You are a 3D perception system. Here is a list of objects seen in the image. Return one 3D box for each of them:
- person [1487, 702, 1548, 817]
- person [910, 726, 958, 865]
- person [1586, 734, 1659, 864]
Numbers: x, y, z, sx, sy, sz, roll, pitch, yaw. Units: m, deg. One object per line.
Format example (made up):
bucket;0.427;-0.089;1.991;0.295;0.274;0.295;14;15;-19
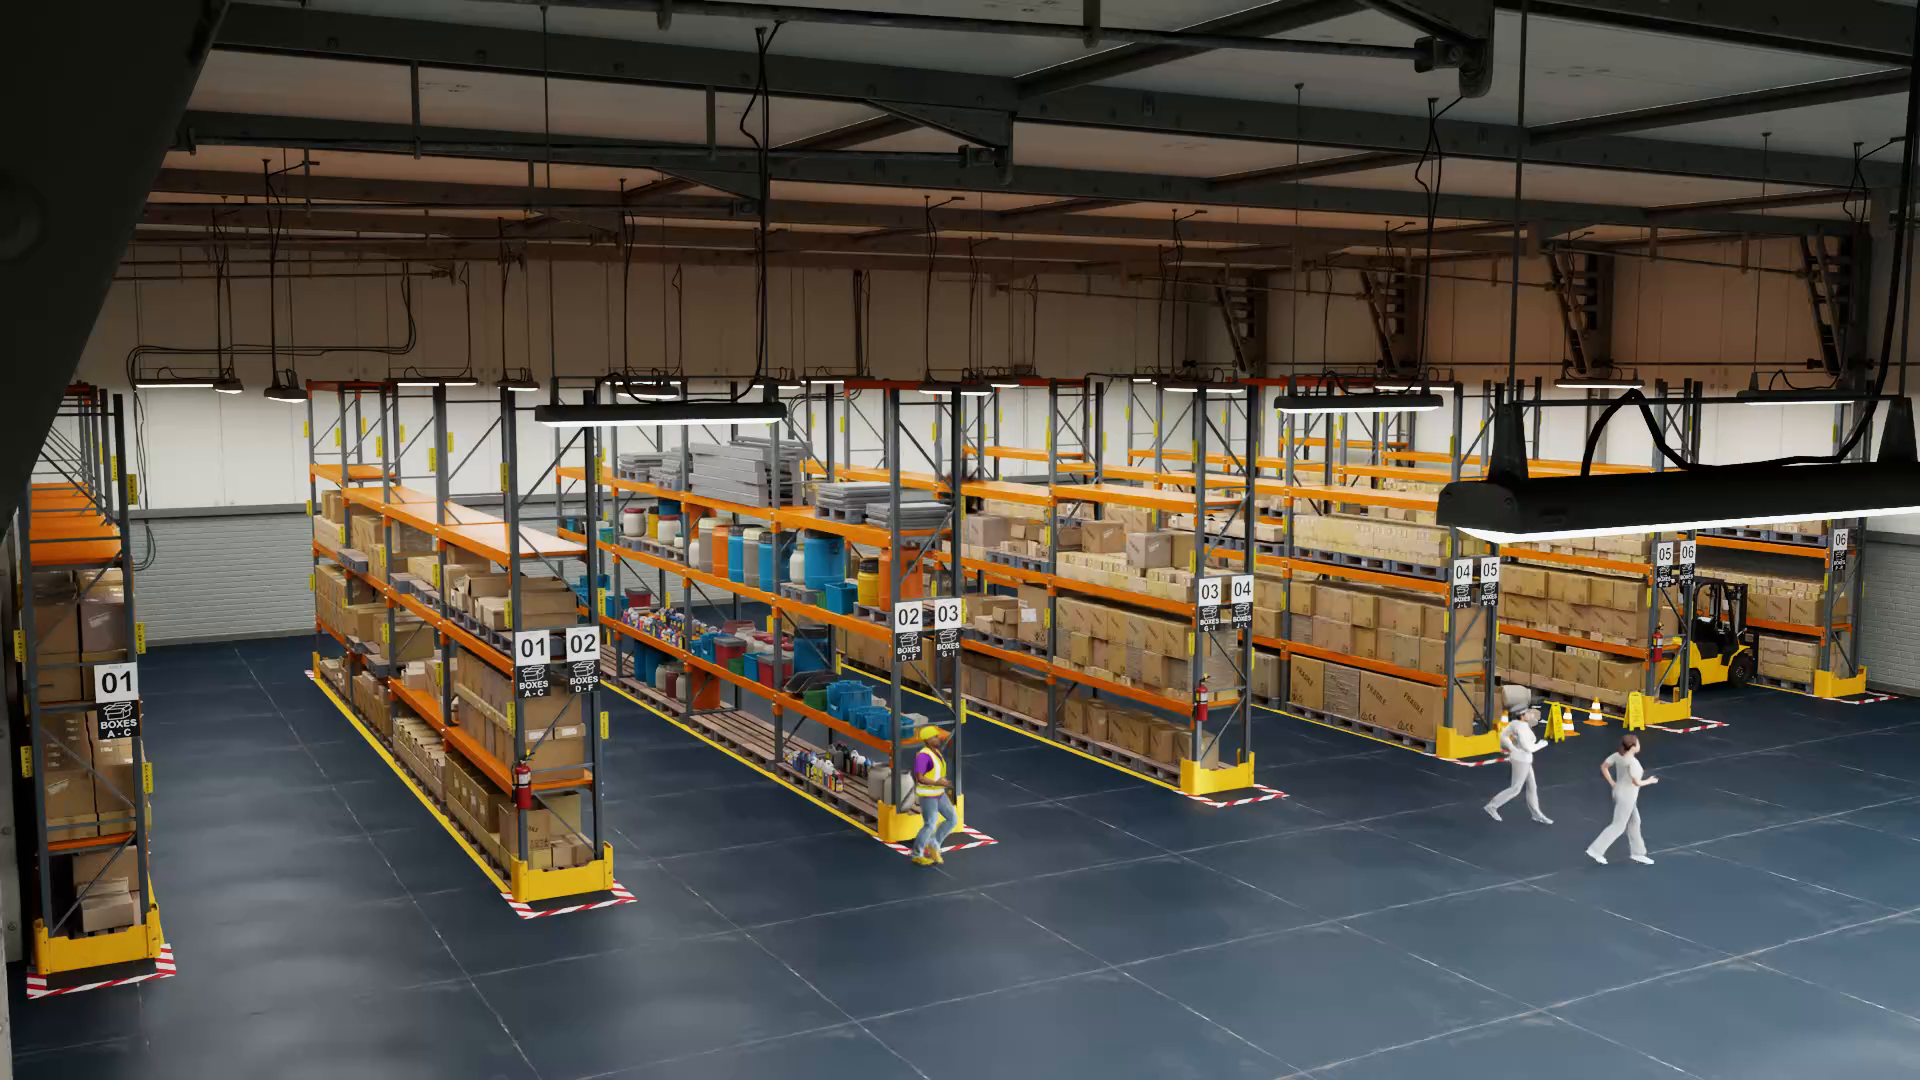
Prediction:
person;7.625;3.007;22.751;0.777;1.606;0.606;1;6;10
person;-0.321;3.228;21.007;0.586;1.762;0.711;2;6;20
person;8.319;3.272;20.876;0.927;1.682;0.529;0;6;-2
